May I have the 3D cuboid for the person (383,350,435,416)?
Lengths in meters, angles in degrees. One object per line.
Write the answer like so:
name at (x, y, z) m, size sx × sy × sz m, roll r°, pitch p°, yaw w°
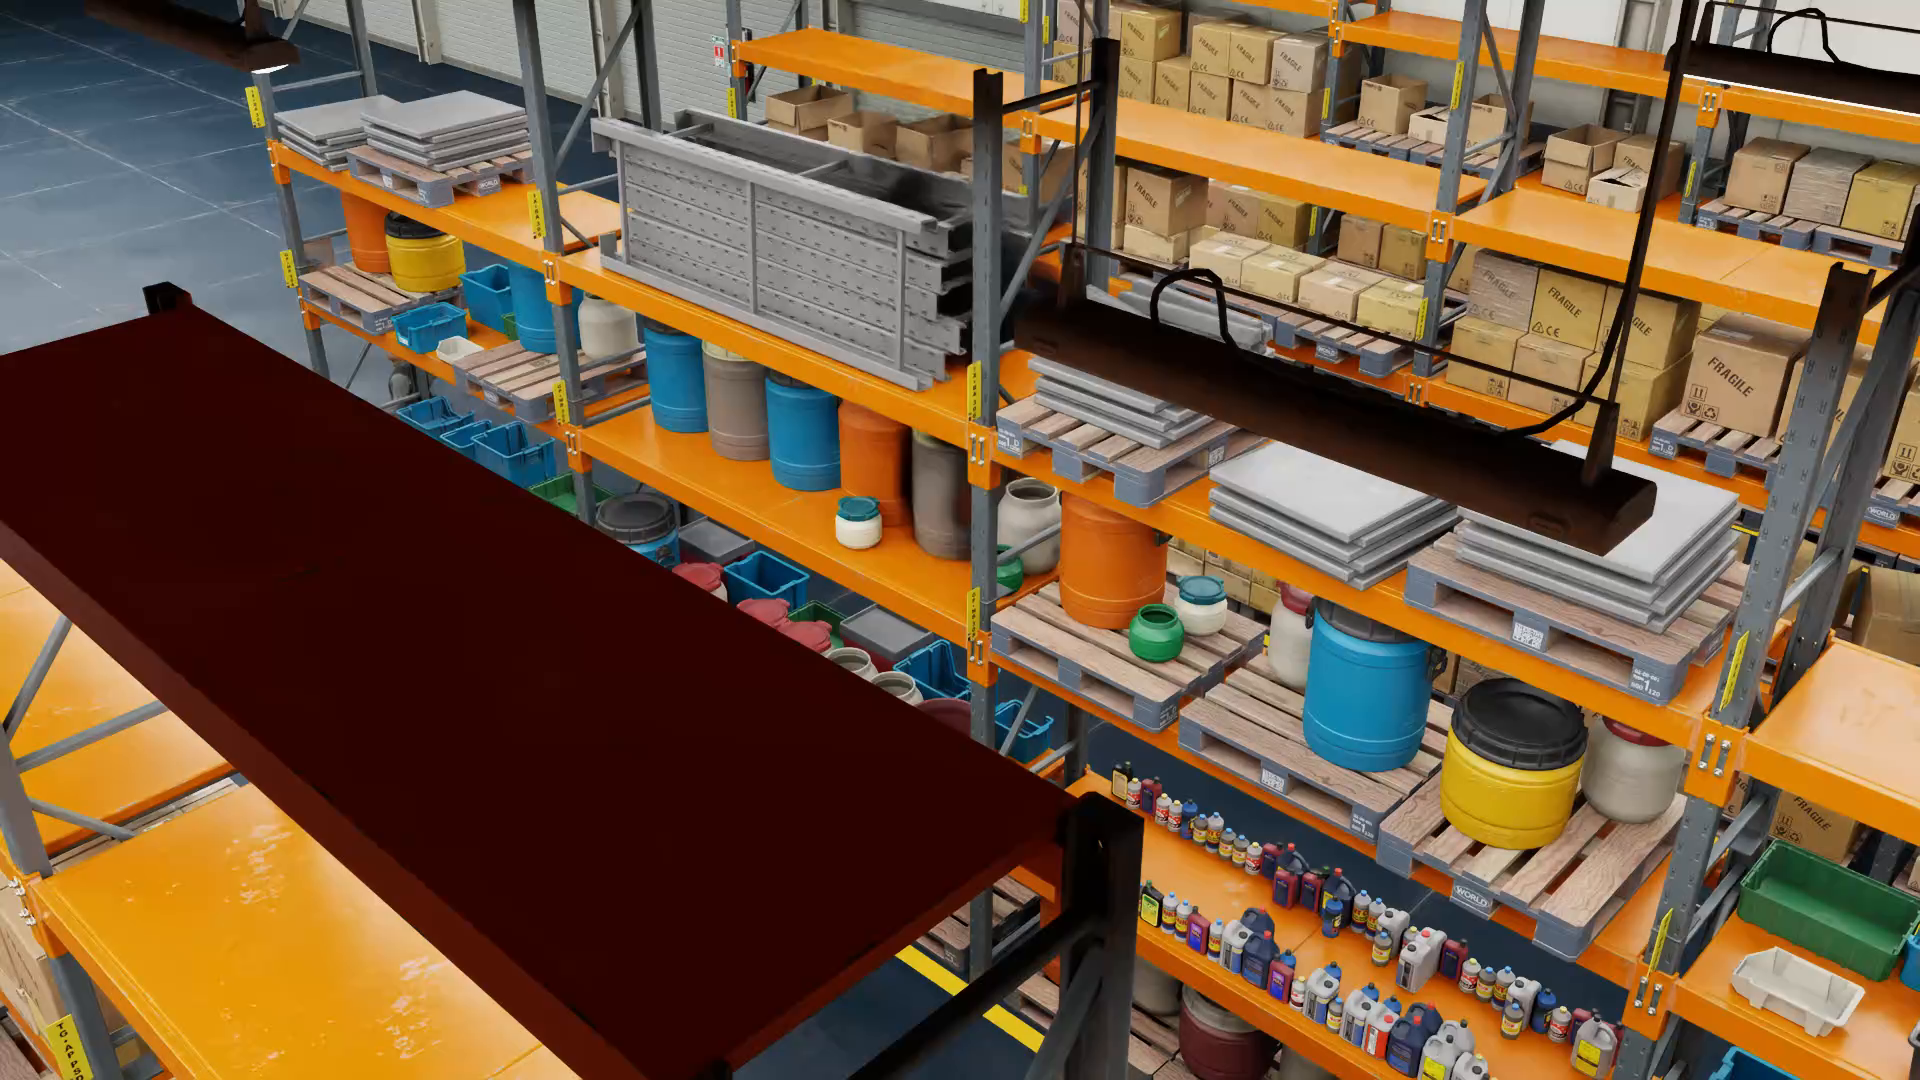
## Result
person at (-5.559, -1.299, 16.856) m, size 0.534 × 1.655 × 0.713 m, roll 0°, pitch 29°, yaw 0°
